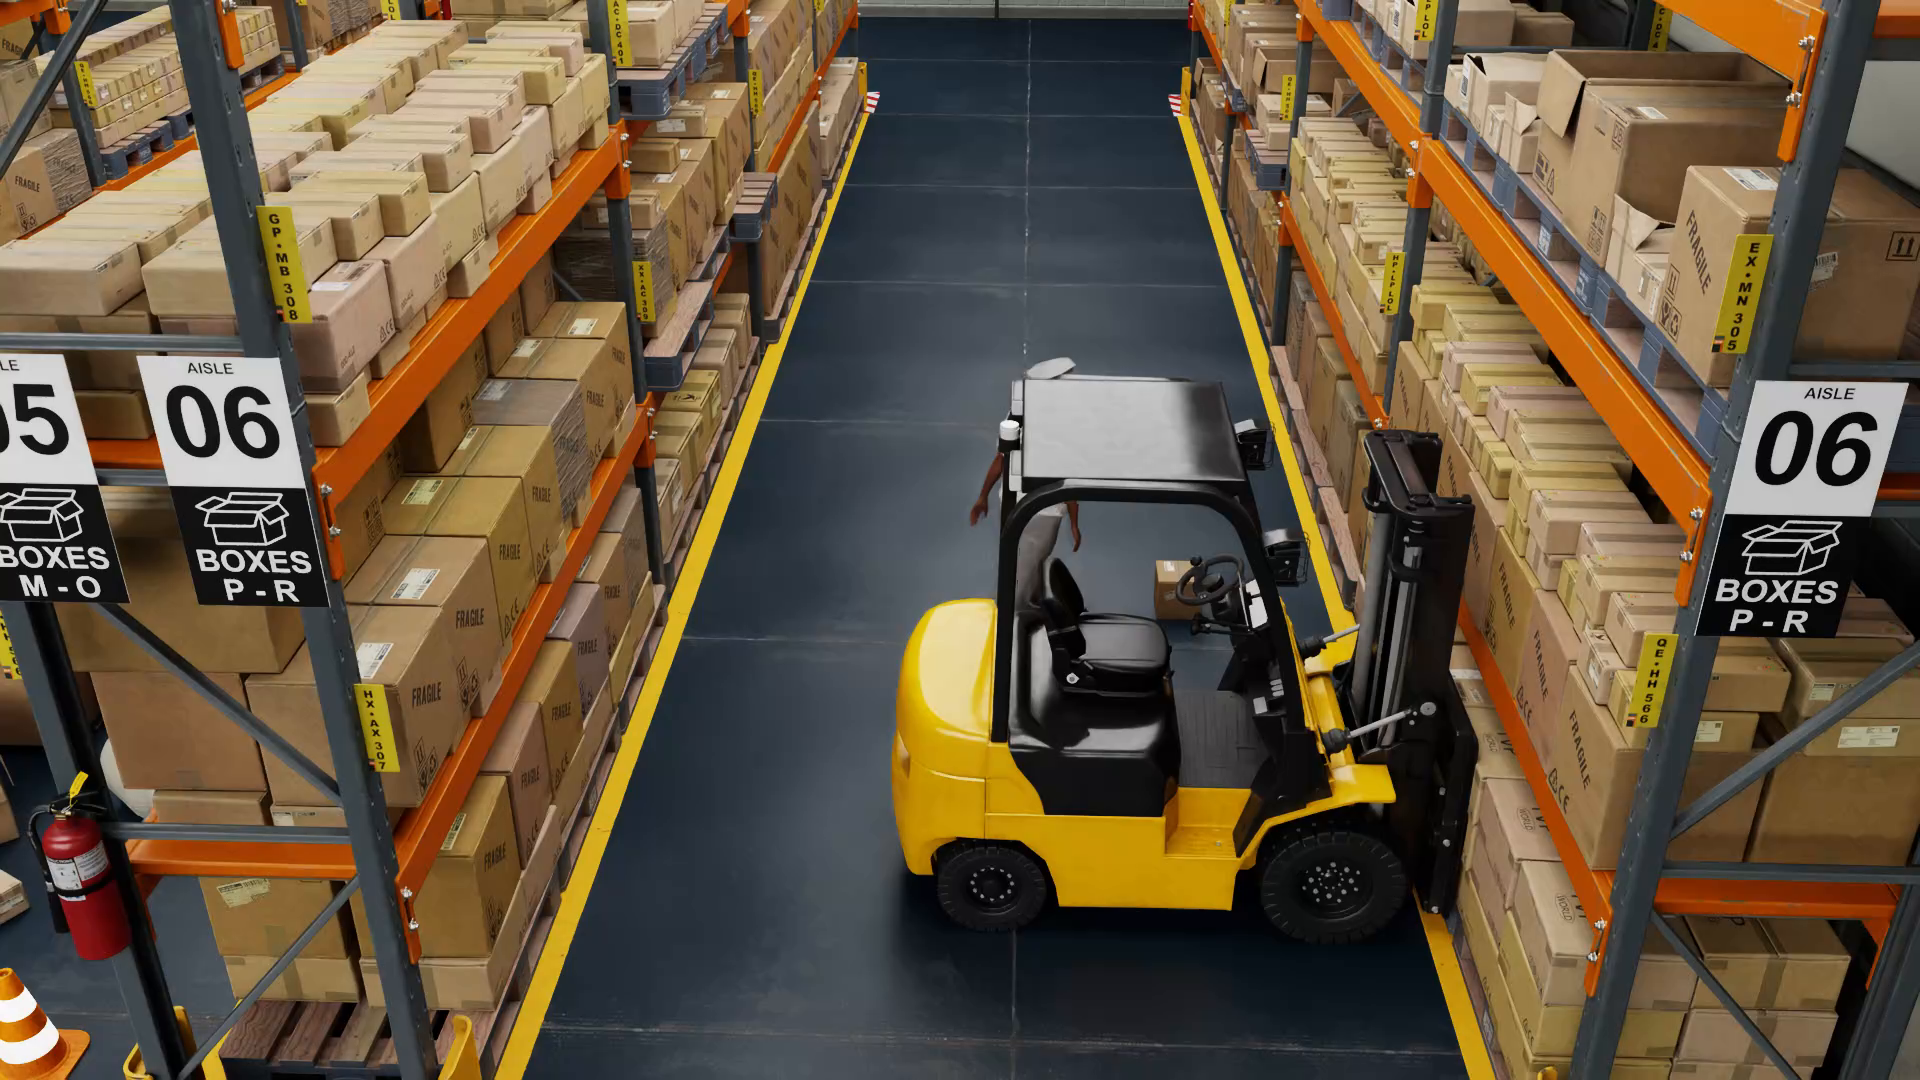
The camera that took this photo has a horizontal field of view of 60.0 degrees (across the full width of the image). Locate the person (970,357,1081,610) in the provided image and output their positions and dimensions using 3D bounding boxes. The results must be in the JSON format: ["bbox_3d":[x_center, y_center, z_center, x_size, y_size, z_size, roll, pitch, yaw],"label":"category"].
[{"bbox_3d":[0.407,-0.181,8.964,0.605,1.593,0.982,25,37,38],"label":"person"}]
